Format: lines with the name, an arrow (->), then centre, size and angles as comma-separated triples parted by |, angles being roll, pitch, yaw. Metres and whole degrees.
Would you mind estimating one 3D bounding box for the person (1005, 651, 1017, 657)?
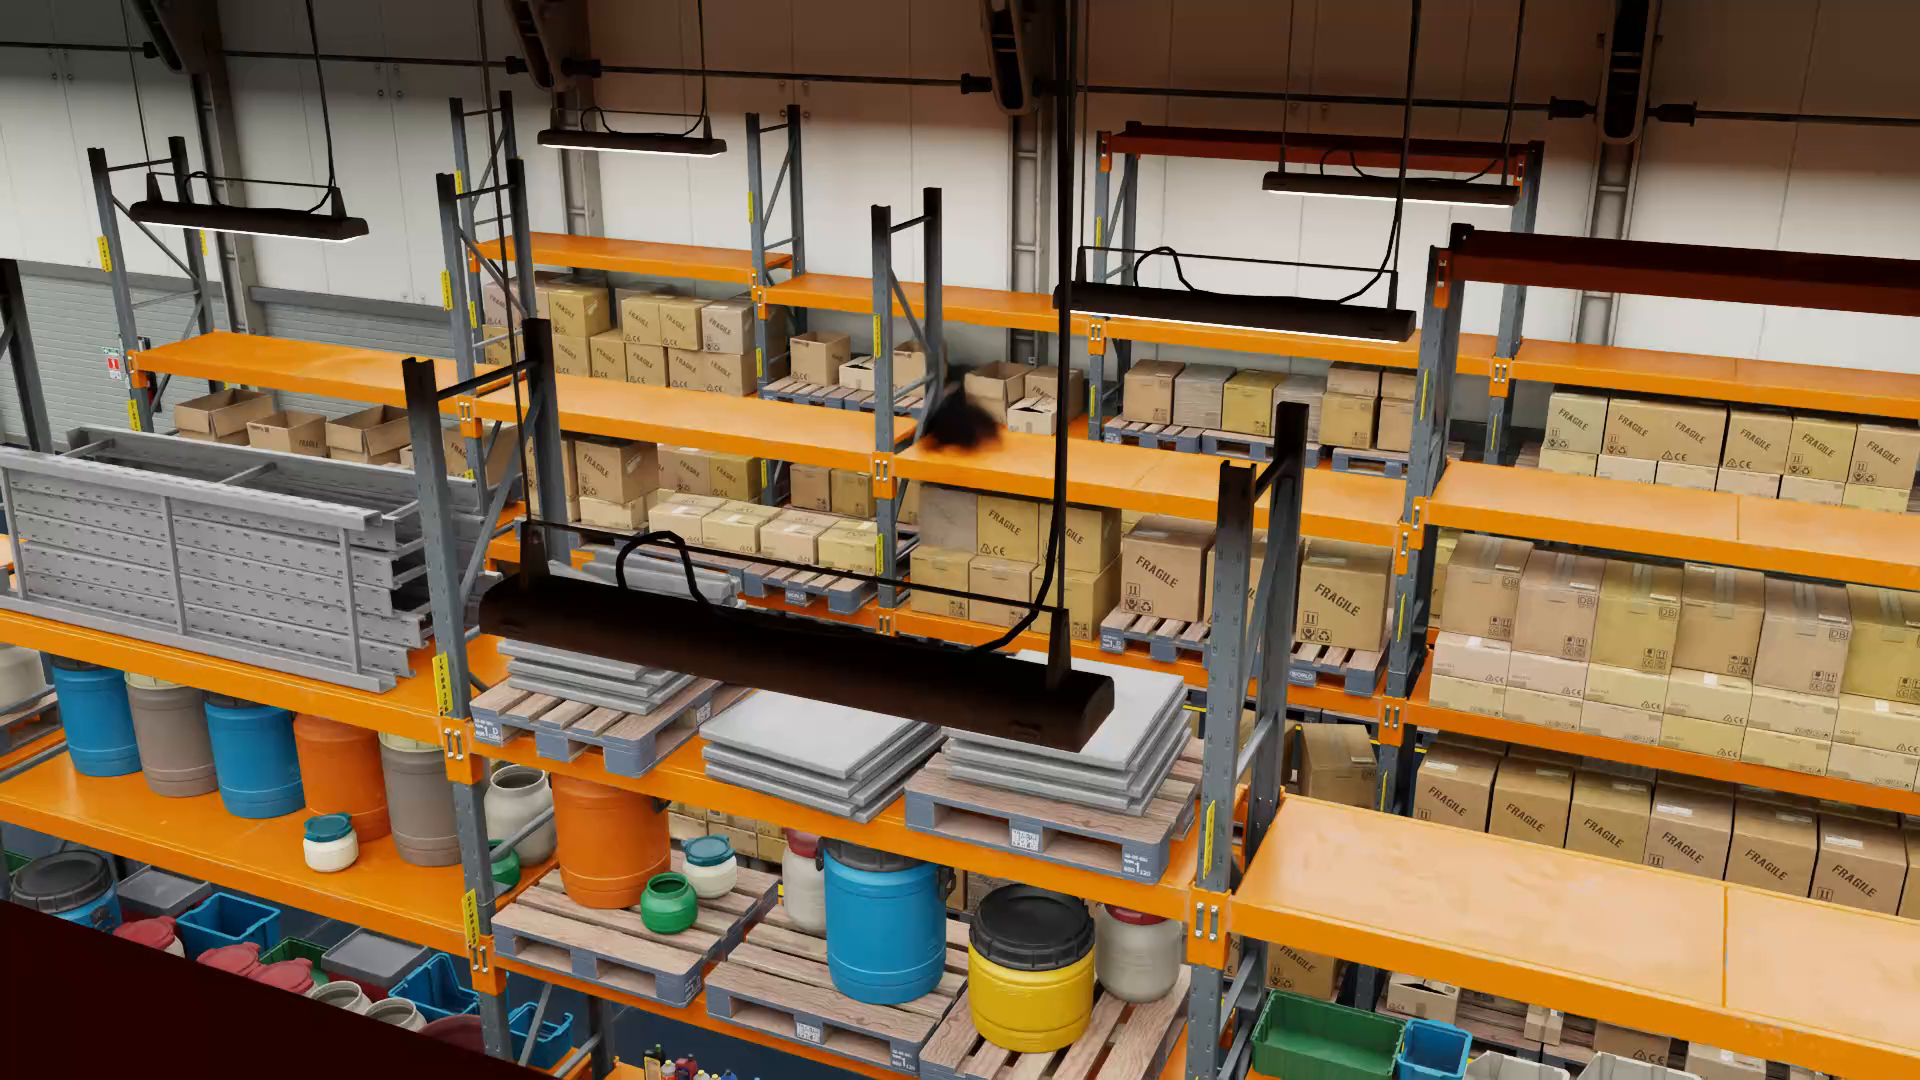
person -> 0.698, 1.694, 16.076 | 0.711, 1.496, 0.524 | 3, 21, 9
